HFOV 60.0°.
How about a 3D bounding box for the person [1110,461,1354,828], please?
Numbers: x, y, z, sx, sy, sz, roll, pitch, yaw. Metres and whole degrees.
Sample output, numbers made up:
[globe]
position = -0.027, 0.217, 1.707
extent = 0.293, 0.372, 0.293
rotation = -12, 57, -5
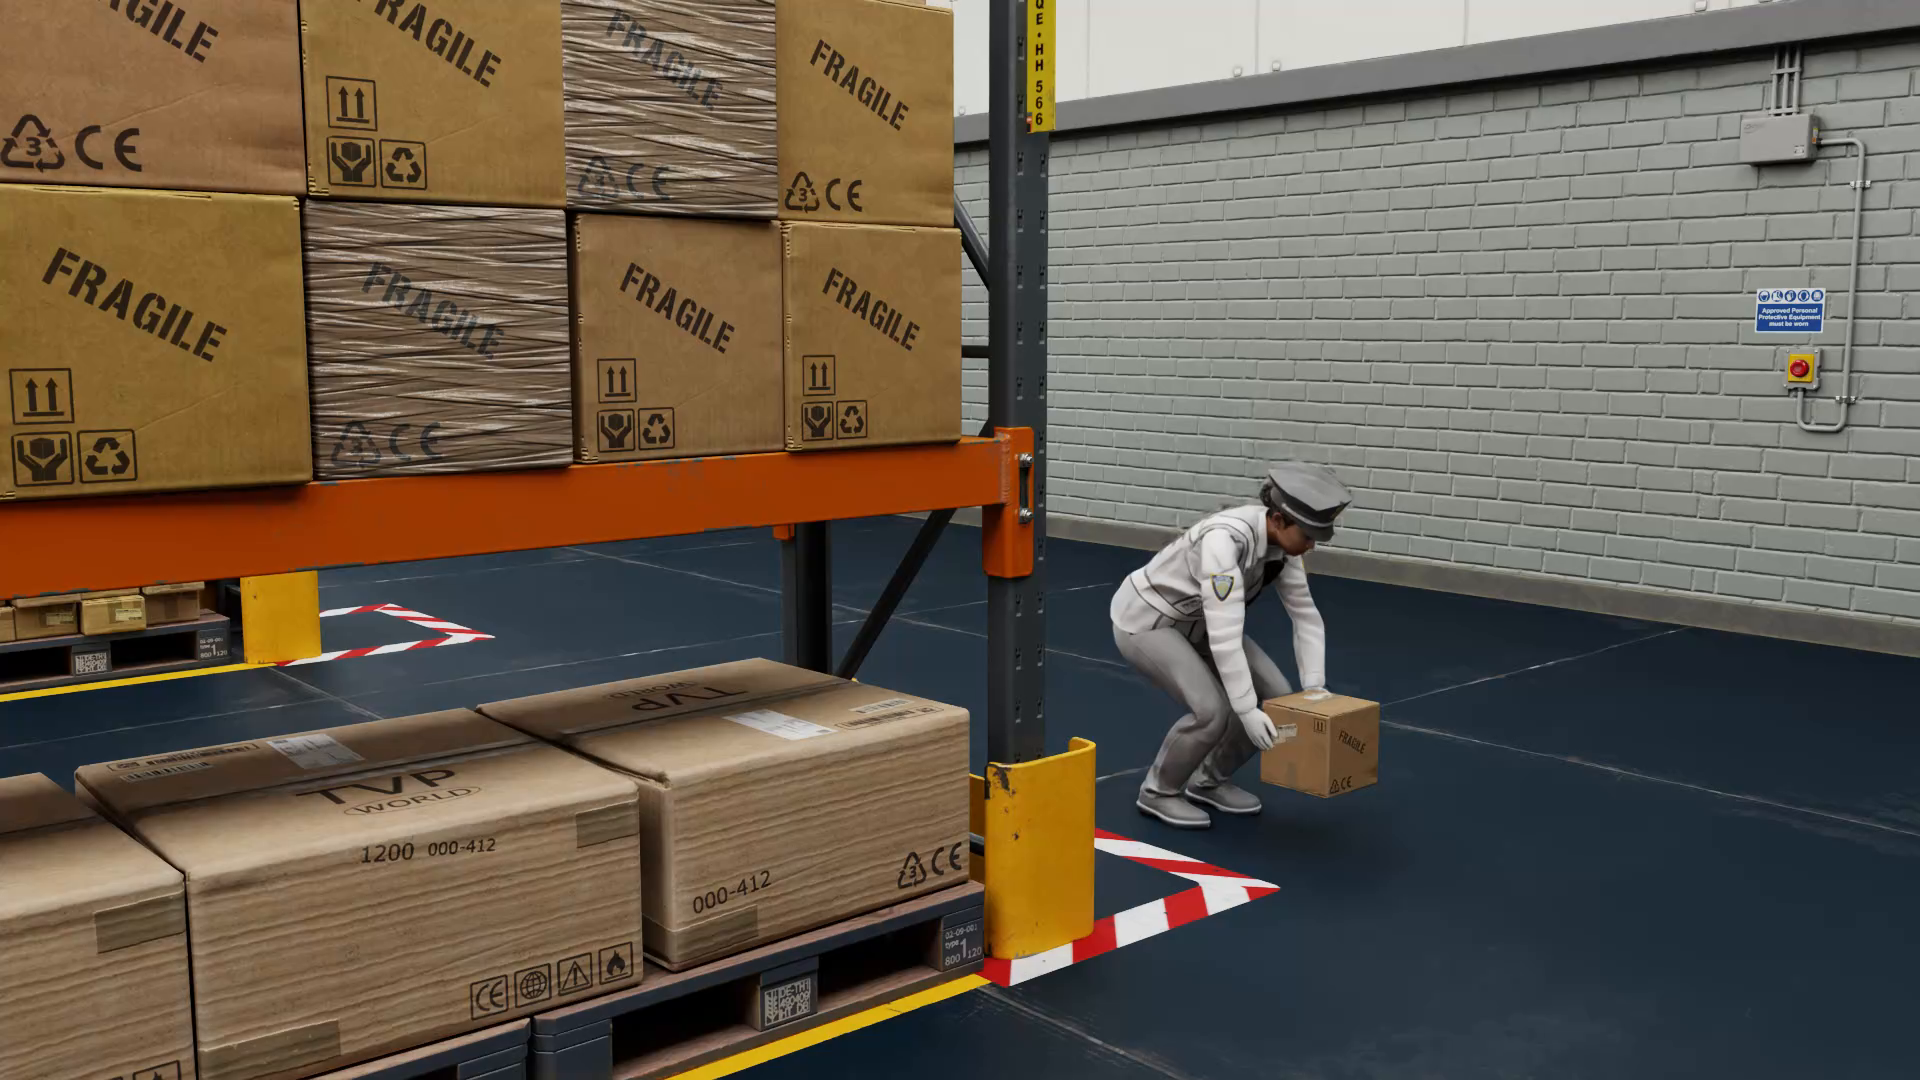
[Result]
[person]
position = 0.866, 0.321, 5.290
extent = 0.520, 1.163, 0.796
rotation = -7, 10, -41
